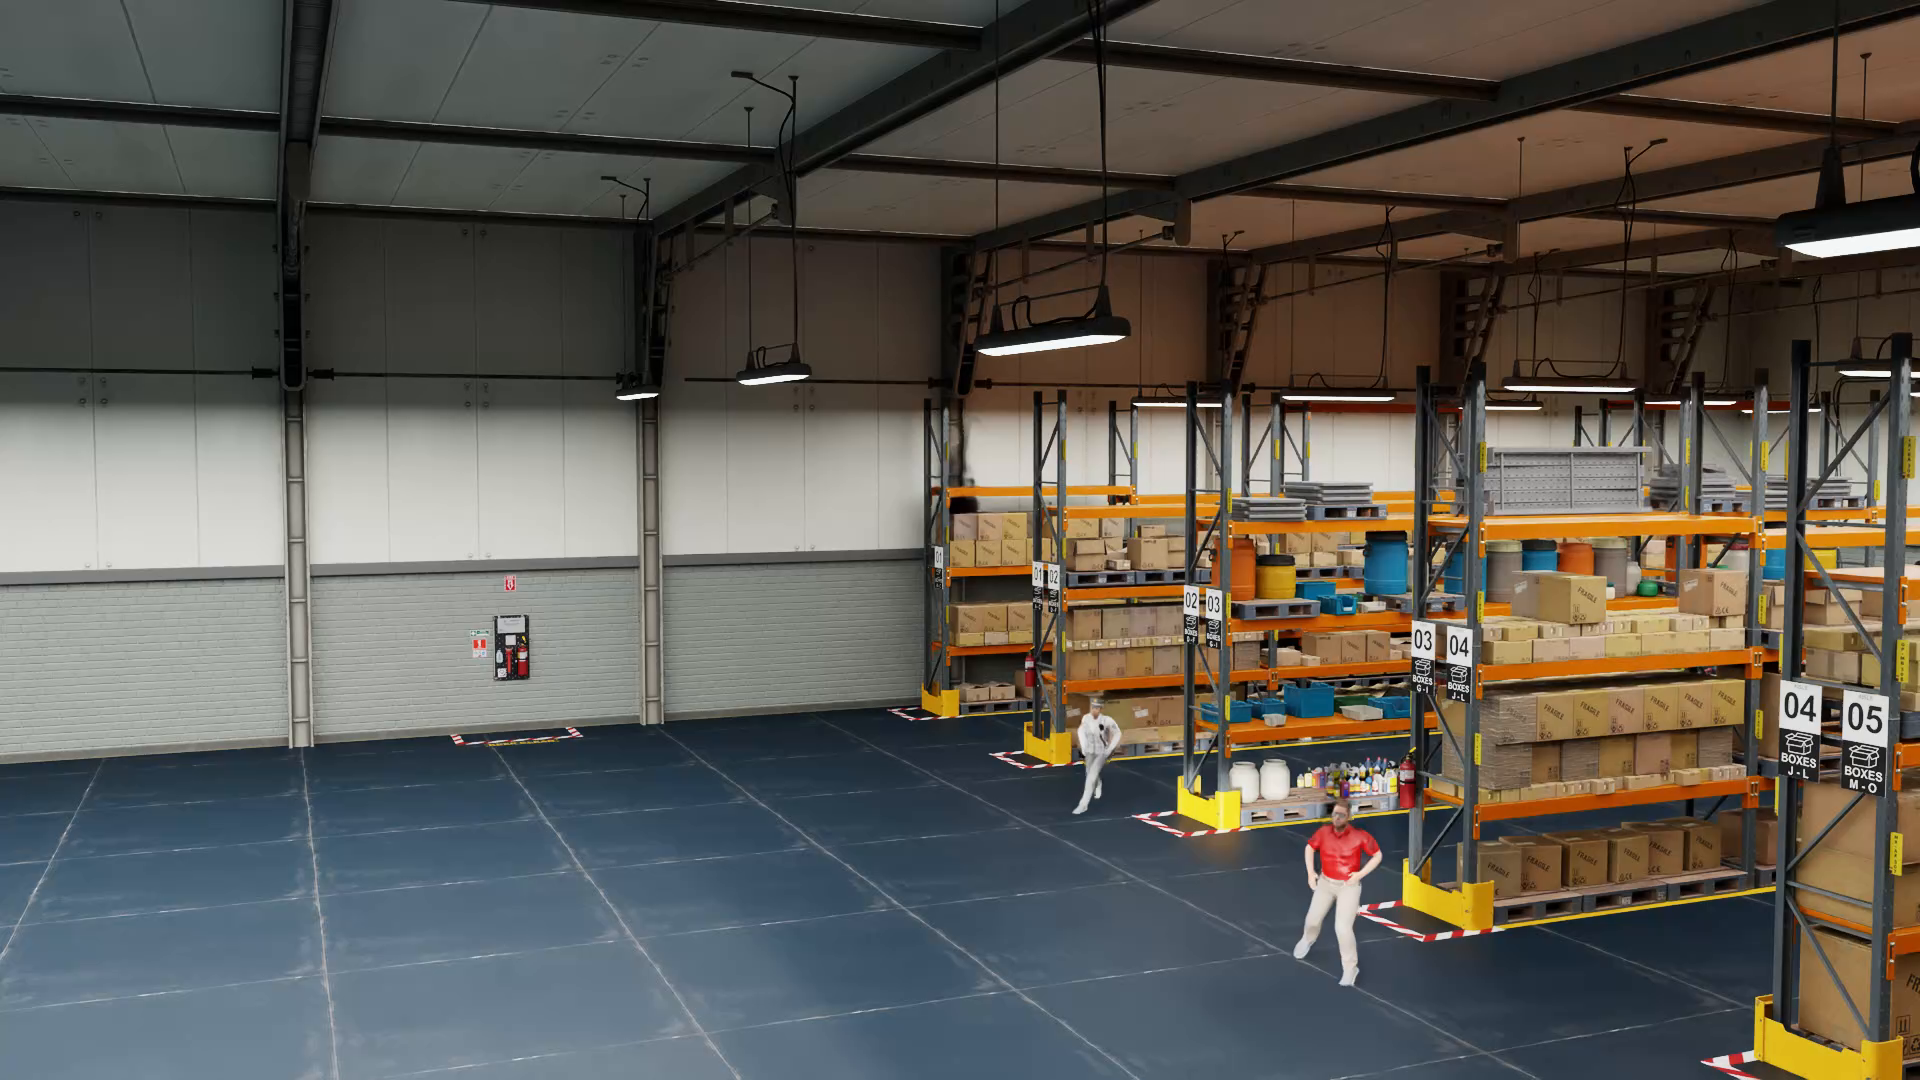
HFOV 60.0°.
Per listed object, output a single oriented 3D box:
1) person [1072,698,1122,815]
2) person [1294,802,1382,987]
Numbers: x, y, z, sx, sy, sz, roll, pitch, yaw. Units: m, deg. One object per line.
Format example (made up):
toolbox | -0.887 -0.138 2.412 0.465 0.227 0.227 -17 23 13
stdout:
person | 1.967 2.988 23.316 0.652 1.641 0.825 1 4 23
person | 3.640 3.393 16.162 0.897 1.737 0.735 2 4 29
